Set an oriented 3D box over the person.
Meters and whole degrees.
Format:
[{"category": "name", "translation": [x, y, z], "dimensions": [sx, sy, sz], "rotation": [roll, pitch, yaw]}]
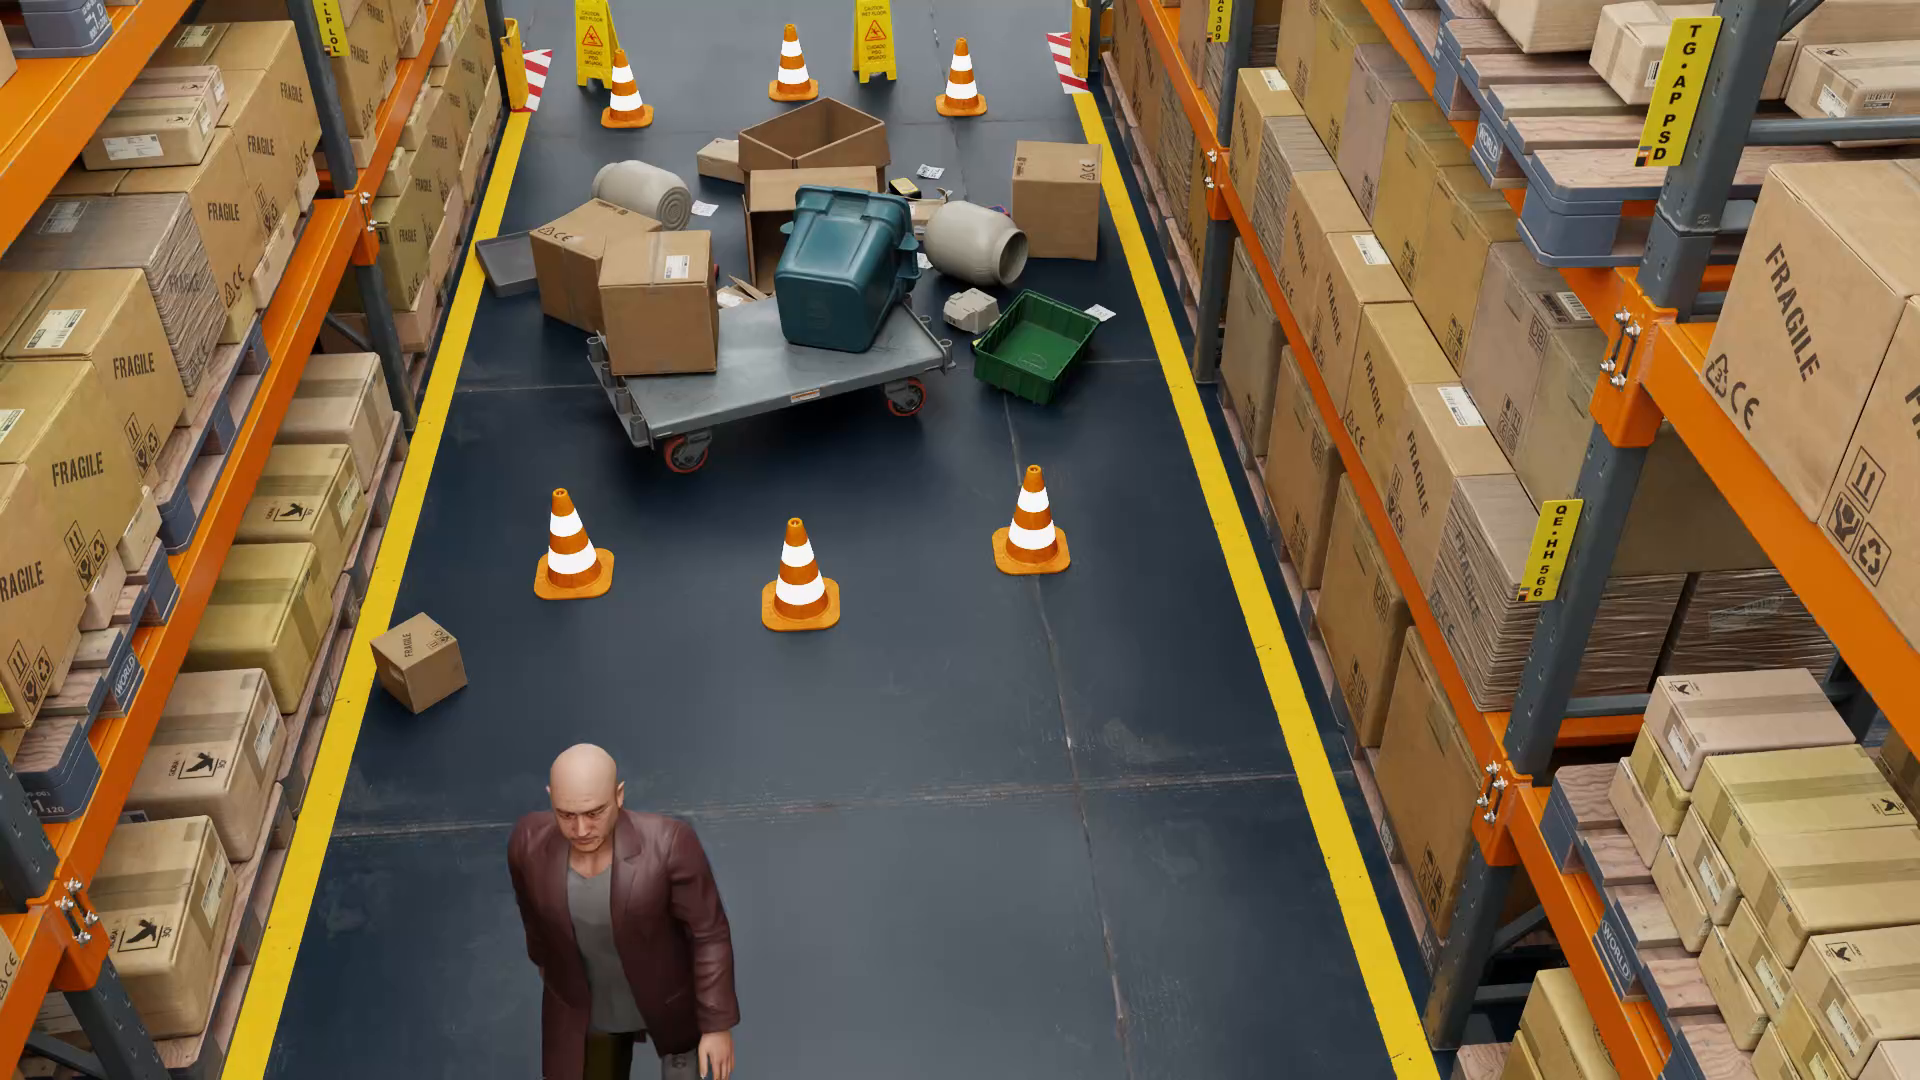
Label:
[{"category": "person", "translation": [-0.907, 1.262, 4.582], "dimensions": [0.617, 1.726, 1.124], "rotation": [-3, 39, -3]}]
